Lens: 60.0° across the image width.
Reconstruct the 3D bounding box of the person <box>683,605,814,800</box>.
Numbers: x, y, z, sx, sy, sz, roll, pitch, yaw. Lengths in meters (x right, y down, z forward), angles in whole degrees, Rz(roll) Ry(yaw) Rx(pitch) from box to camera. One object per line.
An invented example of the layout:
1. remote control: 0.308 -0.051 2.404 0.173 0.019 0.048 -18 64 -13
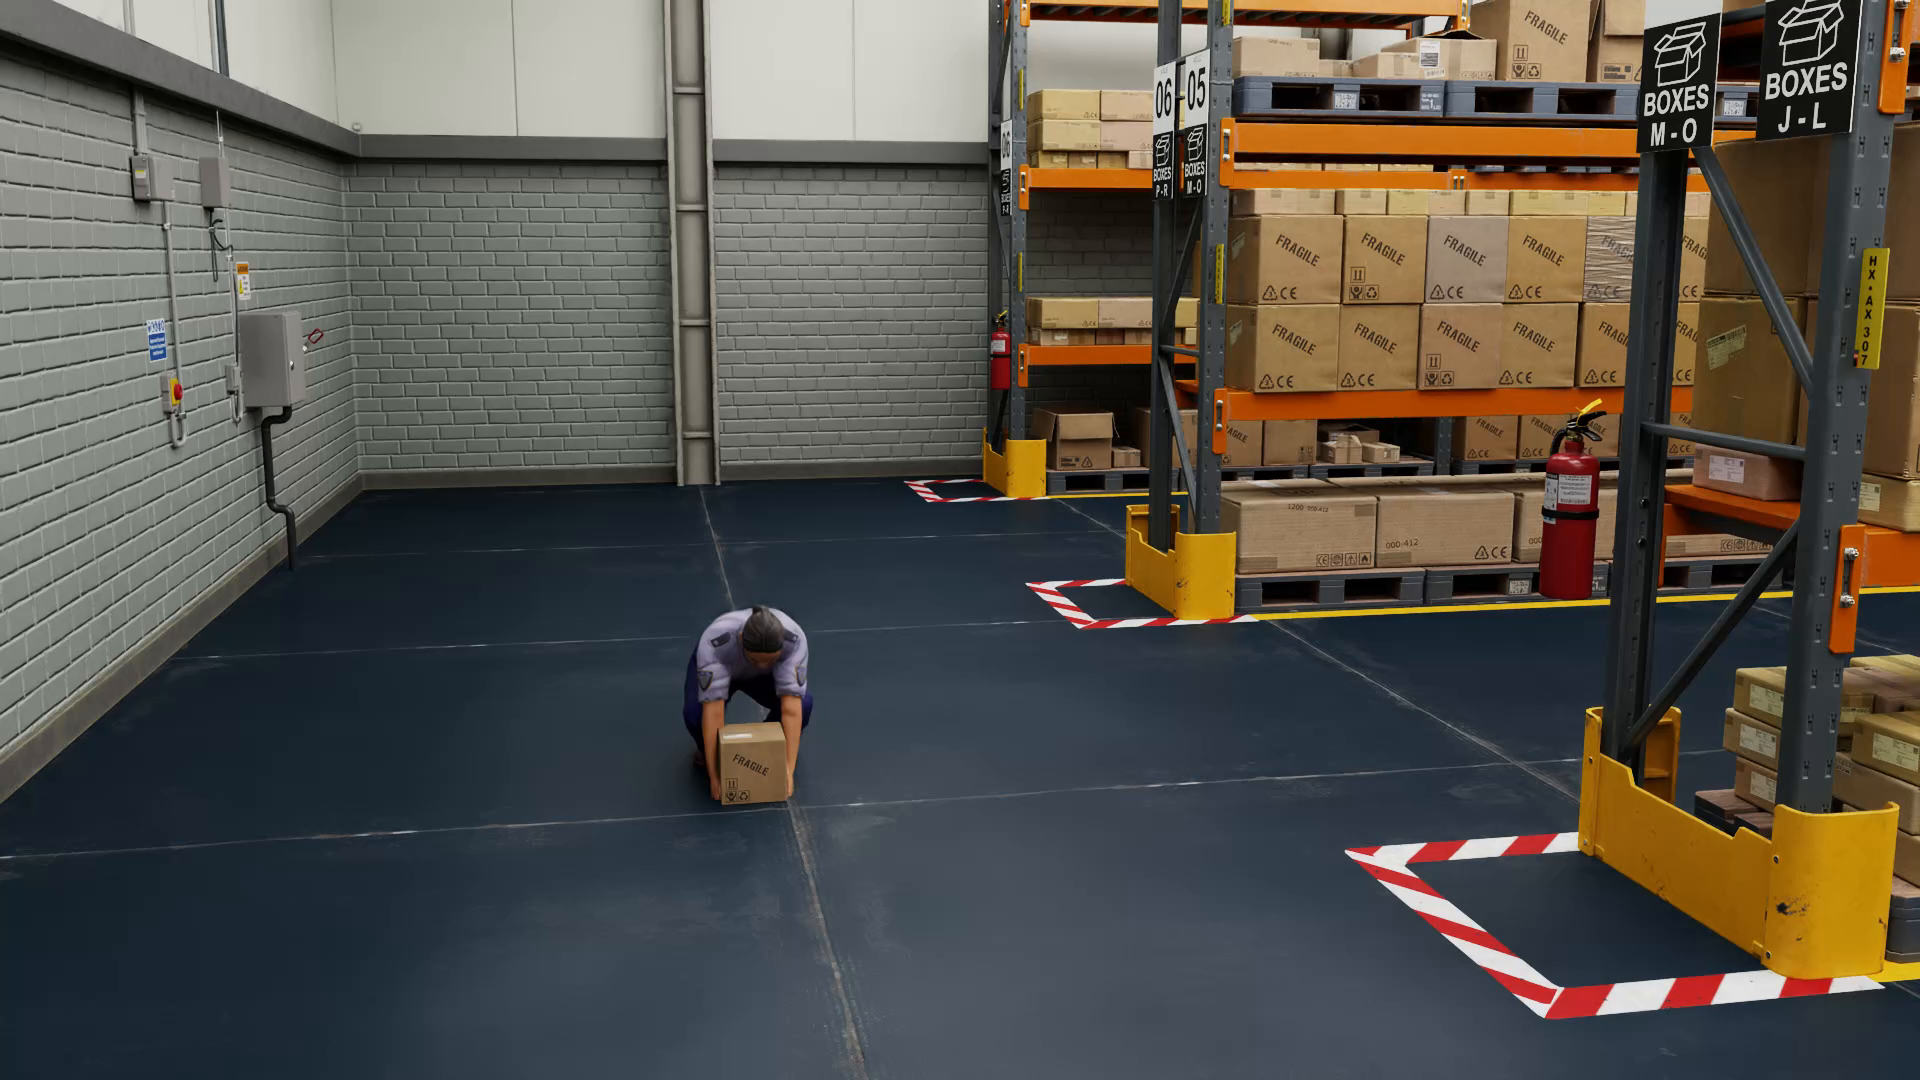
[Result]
1. person: -0.868 0.608 6.766 0.526 0.805 0.847 -2 10 -11
